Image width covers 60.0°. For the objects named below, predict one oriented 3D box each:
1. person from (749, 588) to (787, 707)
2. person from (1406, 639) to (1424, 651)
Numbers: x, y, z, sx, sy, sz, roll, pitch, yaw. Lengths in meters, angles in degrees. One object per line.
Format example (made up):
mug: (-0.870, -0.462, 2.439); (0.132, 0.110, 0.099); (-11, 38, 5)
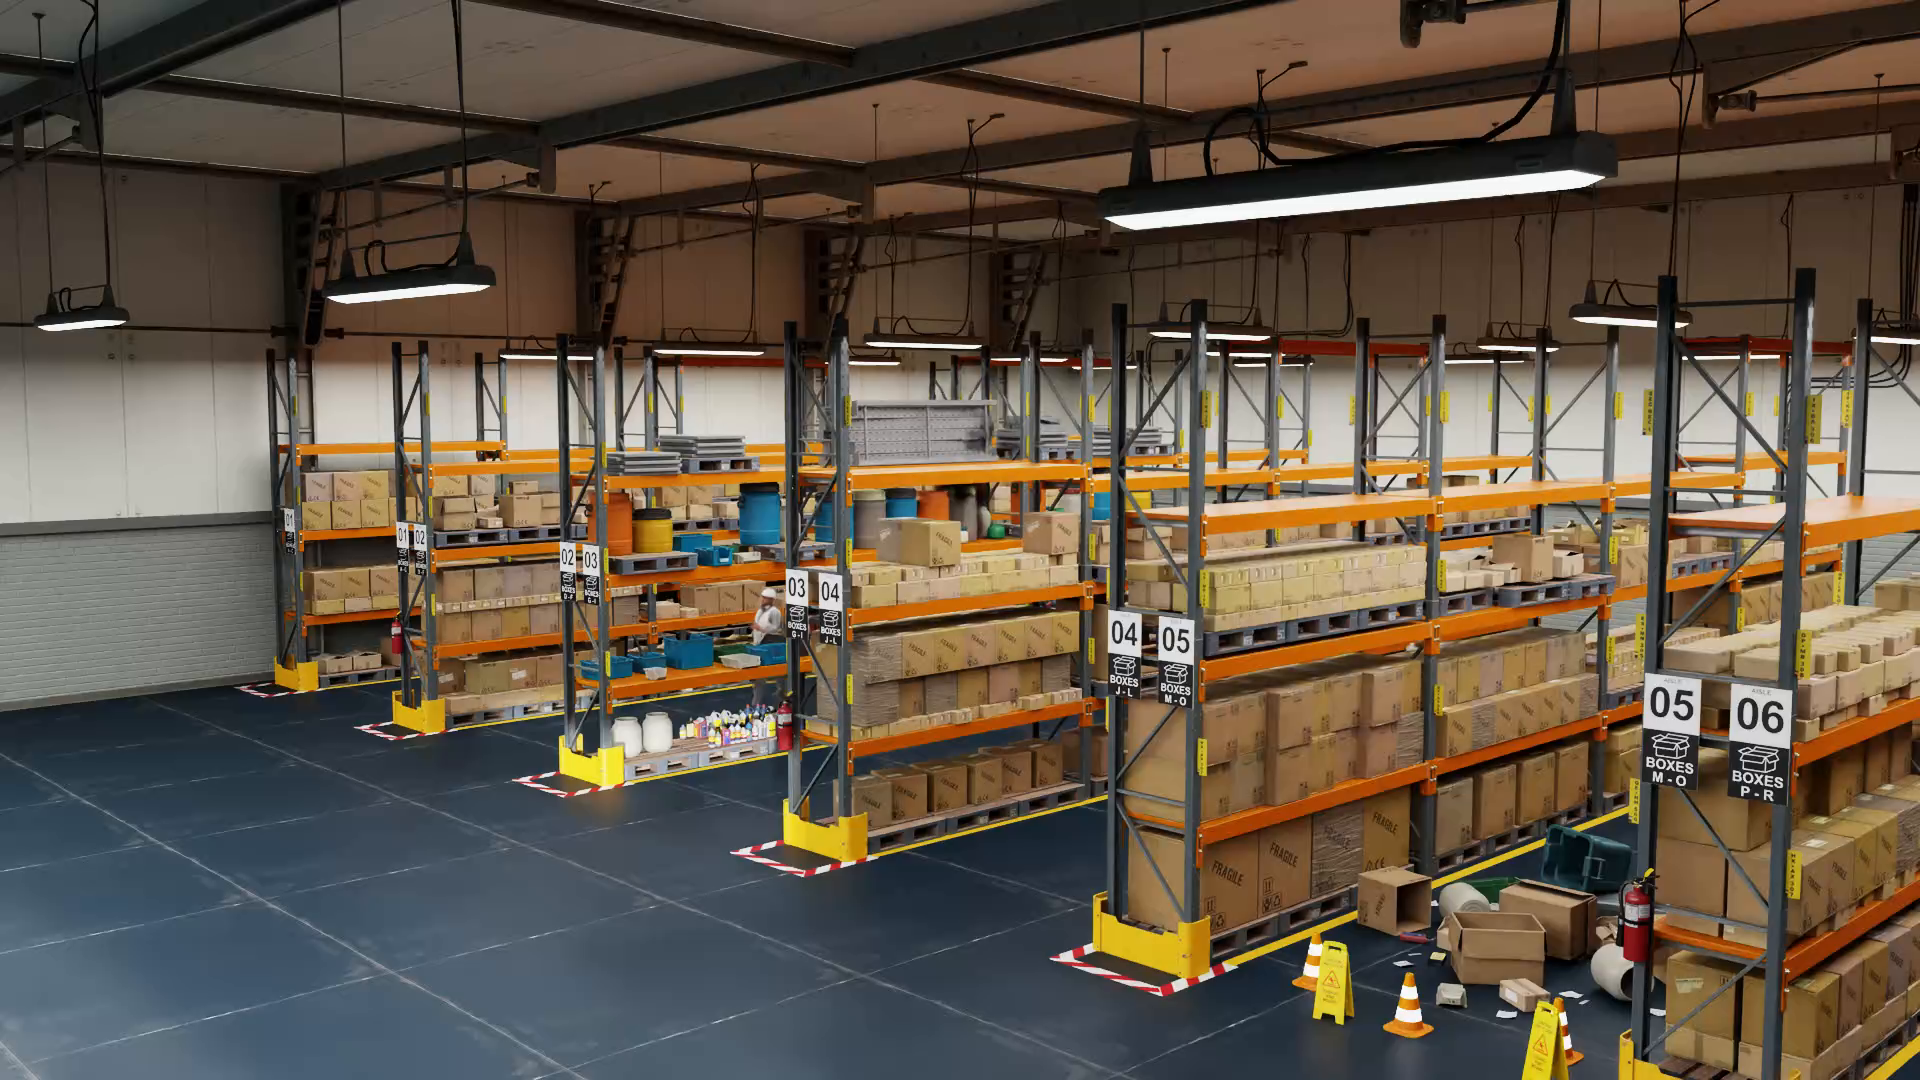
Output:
person: (-3.104, 1.715, 26.601); (0.624, 1.892, 0.726); (4, 6, 38)
person: (6.751, 2.170, 24.544); (0.633, 1.851, 0.770); (4, 6, 40)
